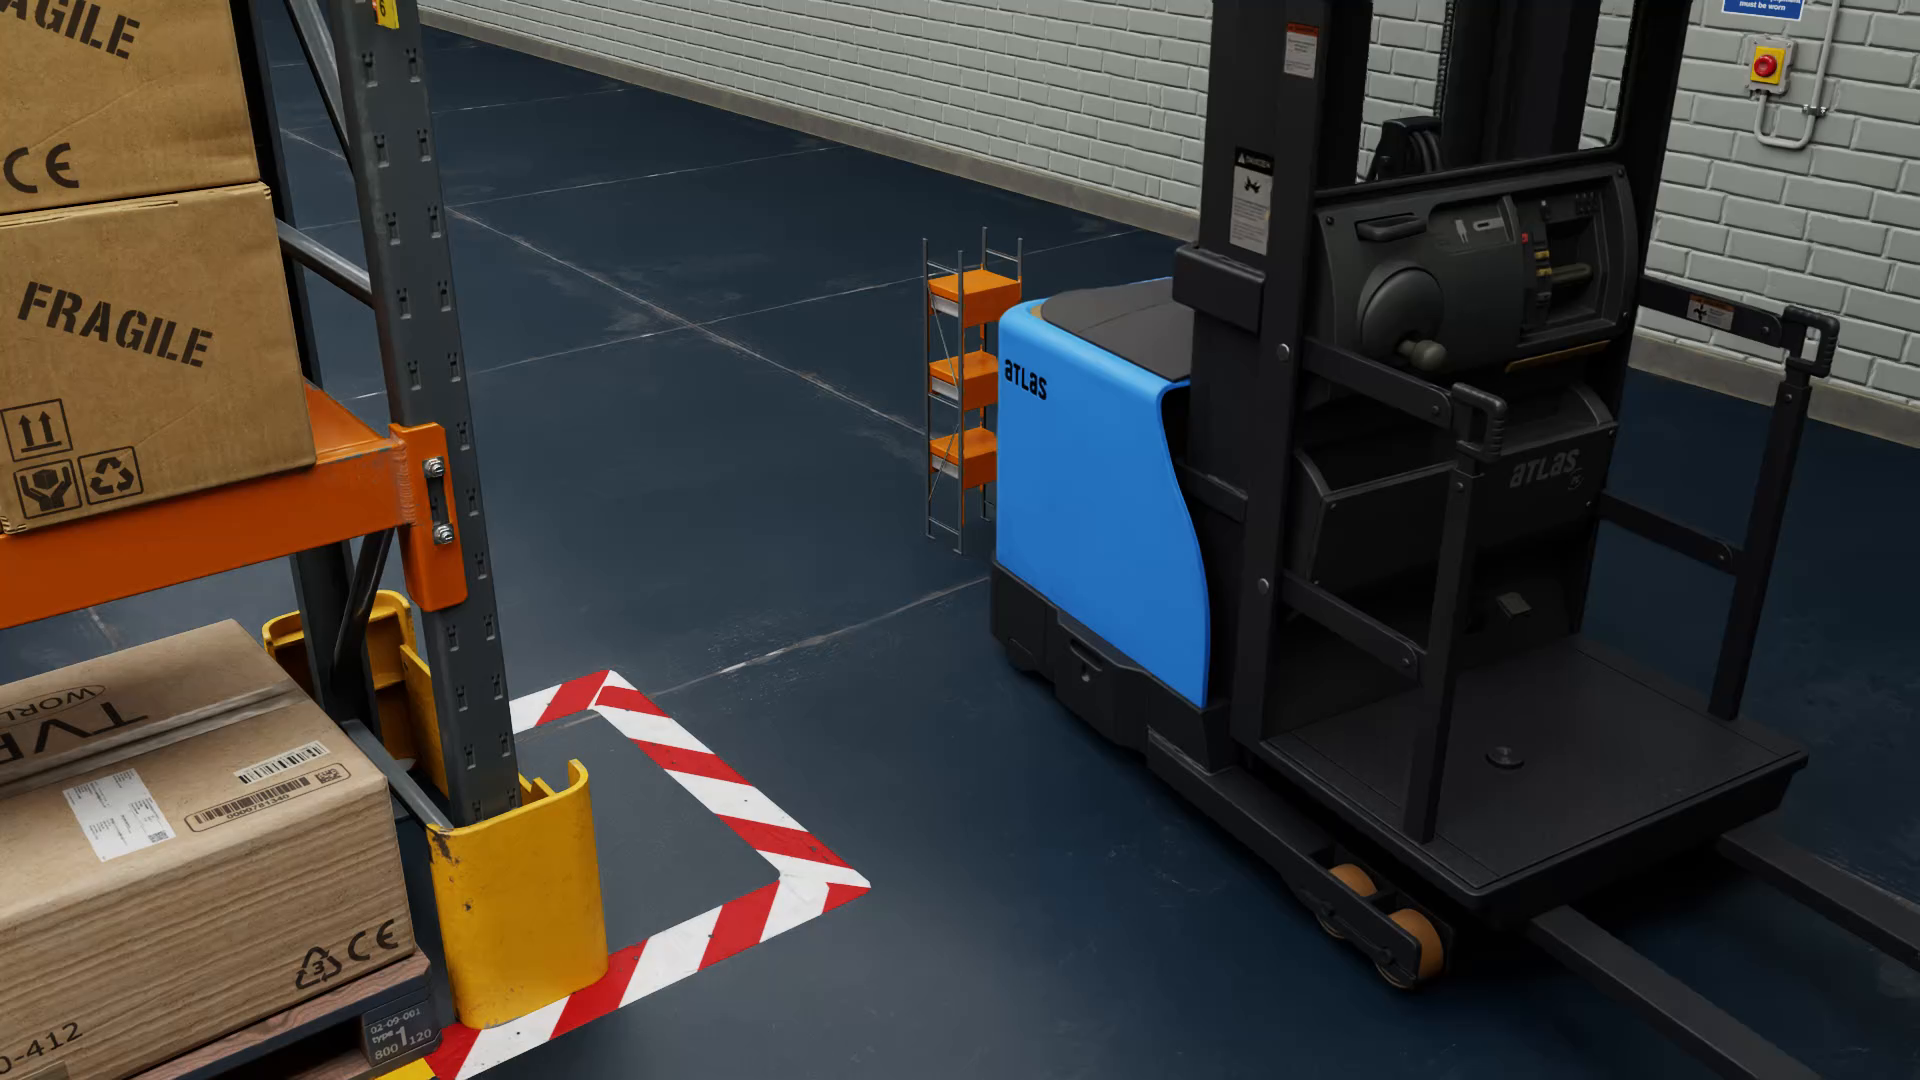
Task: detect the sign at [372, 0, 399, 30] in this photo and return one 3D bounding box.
[{"bbox_3d":[-0.945,-0.995,2.673,0.005,0.325,0.100,-18,31,-34],"label":"sign"}]

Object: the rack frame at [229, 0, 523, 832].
[{"bbox_3d":[-1.269,-0.545,3.362,0.127,3.000,1.000,-18,31,-34],"label":"rack frame"}]

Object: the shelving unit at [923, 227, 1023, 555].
[{"bbox_3d":[0.042,-0.490,5.559,0.252,1.050,0.215,-18,31,-34],"label":"shelving unit"}]

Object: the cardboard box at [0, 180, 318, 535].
[{"bbox_3d":[-1.486,-0.378,2.882,0.500,0.500,0.500,-18,30,-34],"label":"cardboard box"}]

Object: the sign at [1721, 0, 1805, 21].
[{"bbox_3d":[3.172,-2.172,6.546,0.001,0.218,0.327,-18,31,-34],"label":"sign"}]

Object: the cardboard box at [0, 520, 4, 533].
[{"bbox_3d":[-1.890,-0.252,2.612,0.500,0.500,0.500,-19,31,-35],"label":"cardboard box"}]

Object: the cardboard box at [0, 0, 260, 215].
[{"bbox_3d":[-1.502,-0.840,2.690,0.500,0.500,0.500,-17,30,-32],"label":"cardboard box"}]

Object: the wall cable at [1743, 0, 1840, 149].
[{"bbox_3d":[3.153,-2.493,6.314,0.123,1.953,0.585,-18,31,-34],"label":"wall cable"}]

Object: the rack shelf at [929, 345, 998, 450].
[{"bbox_3d":[0.042,-0.481,5.563,0.240,0.259,0.215,-18,31,-34],"label":"rack shelf"}]

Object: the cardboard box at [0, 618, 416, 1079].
[{"bbox_3d":[-1.727,0.631,3.372,0.875,0.438,0.875,-19,31,-36],"label":"cardboard box"}]

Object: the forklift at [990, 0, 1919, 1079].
[{"bbox_3d":[1.266,-0.573,3.503,1.130,2.935,3.031,-14,28,-27],"label":"forklift"}]

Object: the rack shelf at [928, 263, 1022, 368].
[{"bbox_3d":[0.042,-0.738,5.444,0.240,0.259,0.215,-18,31,-34],"label":"rack shelf"}]

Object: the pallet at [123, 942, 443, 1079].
[{"bbox_3d":[-1.850,0.953,3.445,1.213,0.211,1.003,-18,31,-34],"label":"pallet"}]

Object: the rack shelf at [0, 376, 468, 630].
[{"bbox_3d":[-2.843,0.301,2.394,4.000,0.370,1.077,-18,31,-34],"label":"rack shelf"}]

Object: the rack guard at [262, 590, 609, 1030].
[{"bbox_3d":[-1.250,0.582,3.901,0.348,0.500,1.175,-18,31,-34],"label":"rack guard"}]

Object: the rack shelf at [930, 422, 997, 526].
[{"bbox_3d":[0.042,-0.228,5.680,0.240,0.259,0.215,-18,31,-34],"label":"rack shelf"}]

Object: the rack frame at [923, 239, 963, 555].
[{"bbox_3d":[-0.054,-0.458,5.491,0.008,1.050,0.200,-18,31,-34],"label":"rack frame"}]

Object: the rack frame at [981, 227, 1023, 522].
[{"bbox_3d":[0.138,-0.522,5.627,0.008,1.050,0.200,-18,31,-34],"label":"rack frame"}]
